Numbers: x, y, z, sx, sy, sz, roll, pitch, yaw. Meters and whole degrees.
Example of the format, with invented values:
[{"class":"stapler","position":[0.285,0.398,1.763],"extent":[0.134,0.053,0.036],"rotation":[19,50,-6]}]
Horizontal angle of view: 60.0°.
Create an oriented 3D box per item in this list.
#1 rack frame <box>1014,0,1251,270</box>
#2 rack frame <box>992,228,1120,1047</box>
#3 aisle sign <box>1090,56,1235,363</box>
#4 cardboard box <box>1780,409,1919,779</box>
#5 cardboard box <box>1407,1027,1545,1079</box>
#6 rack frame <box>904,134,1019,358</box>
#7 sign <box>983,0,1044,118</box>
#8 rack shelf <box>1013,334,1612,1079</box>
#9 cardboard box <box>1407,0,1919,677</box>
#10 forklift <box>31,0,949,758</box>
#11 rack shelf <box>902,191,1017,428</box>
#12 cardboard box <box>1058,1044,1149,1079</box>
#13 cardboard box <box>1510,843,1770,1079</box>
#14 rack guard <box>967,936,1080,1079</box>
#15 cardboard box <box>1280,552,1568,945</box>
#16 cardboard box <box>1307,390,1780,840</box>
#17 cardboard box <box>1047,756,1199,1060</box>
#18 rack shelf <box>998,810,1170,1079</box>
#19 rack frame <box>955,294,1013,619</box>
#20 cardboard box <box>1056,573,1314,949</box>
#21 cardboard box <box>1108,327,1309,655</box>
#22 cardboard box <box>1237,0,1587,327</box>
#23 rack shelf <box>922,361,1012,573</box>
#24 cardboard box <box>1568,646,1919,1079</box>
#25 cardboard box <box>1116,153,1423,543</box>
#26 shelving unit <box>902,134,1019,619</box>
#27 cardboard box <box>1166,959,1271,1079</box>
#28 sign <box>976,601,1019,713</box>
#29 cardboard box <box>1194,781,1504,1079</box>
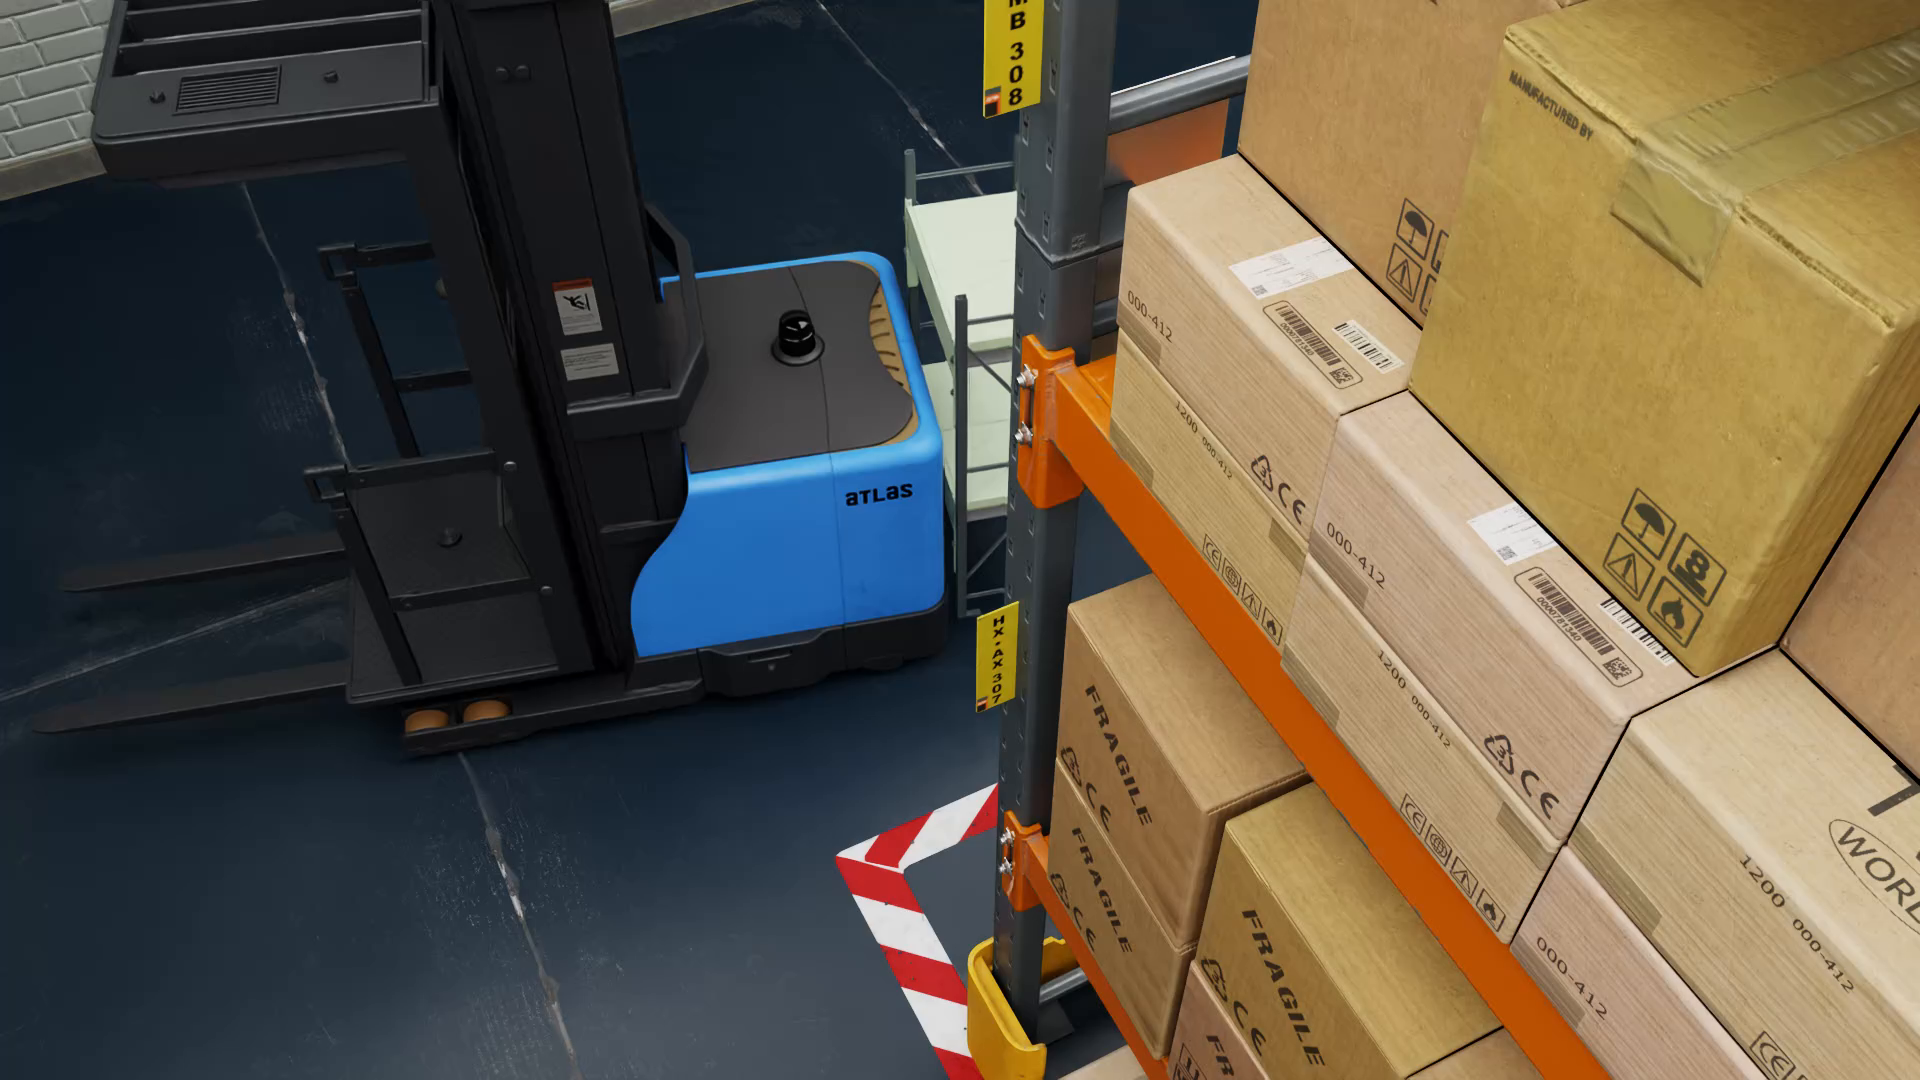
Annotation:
[{"class":"rack frame","position":[0.562,-1.630,1.697],"extent":[1.000,3.000,0.127],"rotation":[-21,52,-18]},{"class":"rack frame","position":[0.562,0.345,3.956],"extent":[1.000,3.000,0.127],"rotation":[-21,52,-18]},{"class":"aisle sign","position":[0.270,-0.456,2.929],"extent":[0.394,0.787,0.004],"rotation":[-21,52,-18]},{"class":"cardboard box","position":[1.289,-0.005,1.538],"extent":[0.700,0.500,0.500],"rotation":[-21,52,-18]},{"class":"cardboard box","position":[1.001,1.054,2.604],"extent":[0.500,0.500,0.500],"rotation":[-21,52,-17]},{"class":"rack frame","position":[0.015,-0.788,5.942],"extent":[0.400,1.500,0.023],"rotation":[-10,50,-9]},{"class":"sign","position":[0.080,-0.743,2.334],"extent":[0.100,0.325,0.005],"rotation":[-21,52,-18]},{"class":"rack shelf","position":[1.477,0.933,1.927],"extent":[1.077,0.370,4.000],"rotation":[-21,52,-18]},{"class":"cardboard box","position":[0.965,-0.303,1.799],"extent":[0.700,0.500,0.500],"rotation":[-21,52,-18]},{"class":"forklift","position":[-1.611,-0.677,4.895],"extent":[3.031,2.935,1.130],"rotation":[-9,49,-8]},{"class":"rack shelf","position":[0.099,-0.776,5.414],"extent":[0.431,0.370,0.720],"rotation":[-10,50,-9]},{"class":"cardboard box","position":[0.448,1.537,4.514],"extent":[0.380,0.149,0.250],"rotation":[-21,52,-18]},{"class":"cardboard box","position":[1.019,0.511,1.917],"extent":[0.500,0.250,0.500],"rotation":[-21,52,-18]},{"class":"rack guard","position":[0.597,1.219,4.852],"extent":[1.175,0.500,0.348],"rotation":[-21,52,-18]},{"class":"cardboard box","position":[0.788,0.177,2.209],"extent":[0.500,0.250,0.500],"rotation":[-21,52,-18]},{"class":"cardboard box","position":[0.788,0.013,2.021],"extent":[0.500,0.250,0.500],"rotation":[-21,52,-18]},{"class":"cardboard box","position":[0.531,0.700,3.579],"extent":[0.500,0.500,0.500],"rotation":[-20,52,-17]},{"class":"rack shelf","position":[1.477,1.920,3.056],"extent":[1.077,0.370,4.000],"rotation":[-21,52,-18]},{"class":"rack frame","position":[0.182,-0.251,5.473],"extent":[0.400,1.500,0.023],"rotation":[-10,50,-9]},{"class":"cardboard box","position":[0.531,0.371,3.202],"extent":[0.500,0.500,0.500],"rotation":[-20,52,-16]},{"class":"cardboard box","position":[0.571,-0.162,2.506],"extent":[0.500,0.250,0.500],"rotation":[-21,52,-18]},{"class":"cardboard box","position":[0.812,-0.667,2.117],"extent":[0.700,0.500,0.500],"rotation":[-21,52,-18]},{"class":"rack shelf","position":[0.099,-0.305,5.953],"extent":[0.431,0.370,0.720],"rotation":[-10,50,-9]},{"class":"cardboard box","position":[1.023,0.345,1.730],"extent":[0.500,0.250,0.500],"rotation":[-21,52,-18]},{"class":"cardboard box","position":[0.566,-0.324,2.316],"extent":[0.500,0.250,0.500],"rotation":[-21,52,-18]},{"class":"shelving unit","position":[0.099,-0.519,5.708],"extent":[0.431,1.500,0.755],"rotation":[-10,50,-9]},{"class":"cardboard box","position":[0.771,1.043,3.278],"extent":[0.500,0.500,0.500],"rotation":[-22,52,-18]},{"class":"sign","position":[0.080,0.247,3.466],"extent":[0.100,0.325,0.005],"rotation":[-21,52,-18]},{"class":"cardboard box","position":[0.776,0.718,2.899],"extent":[0.500,0.500,0.500],"rotation":[-21,52,-17]}]
